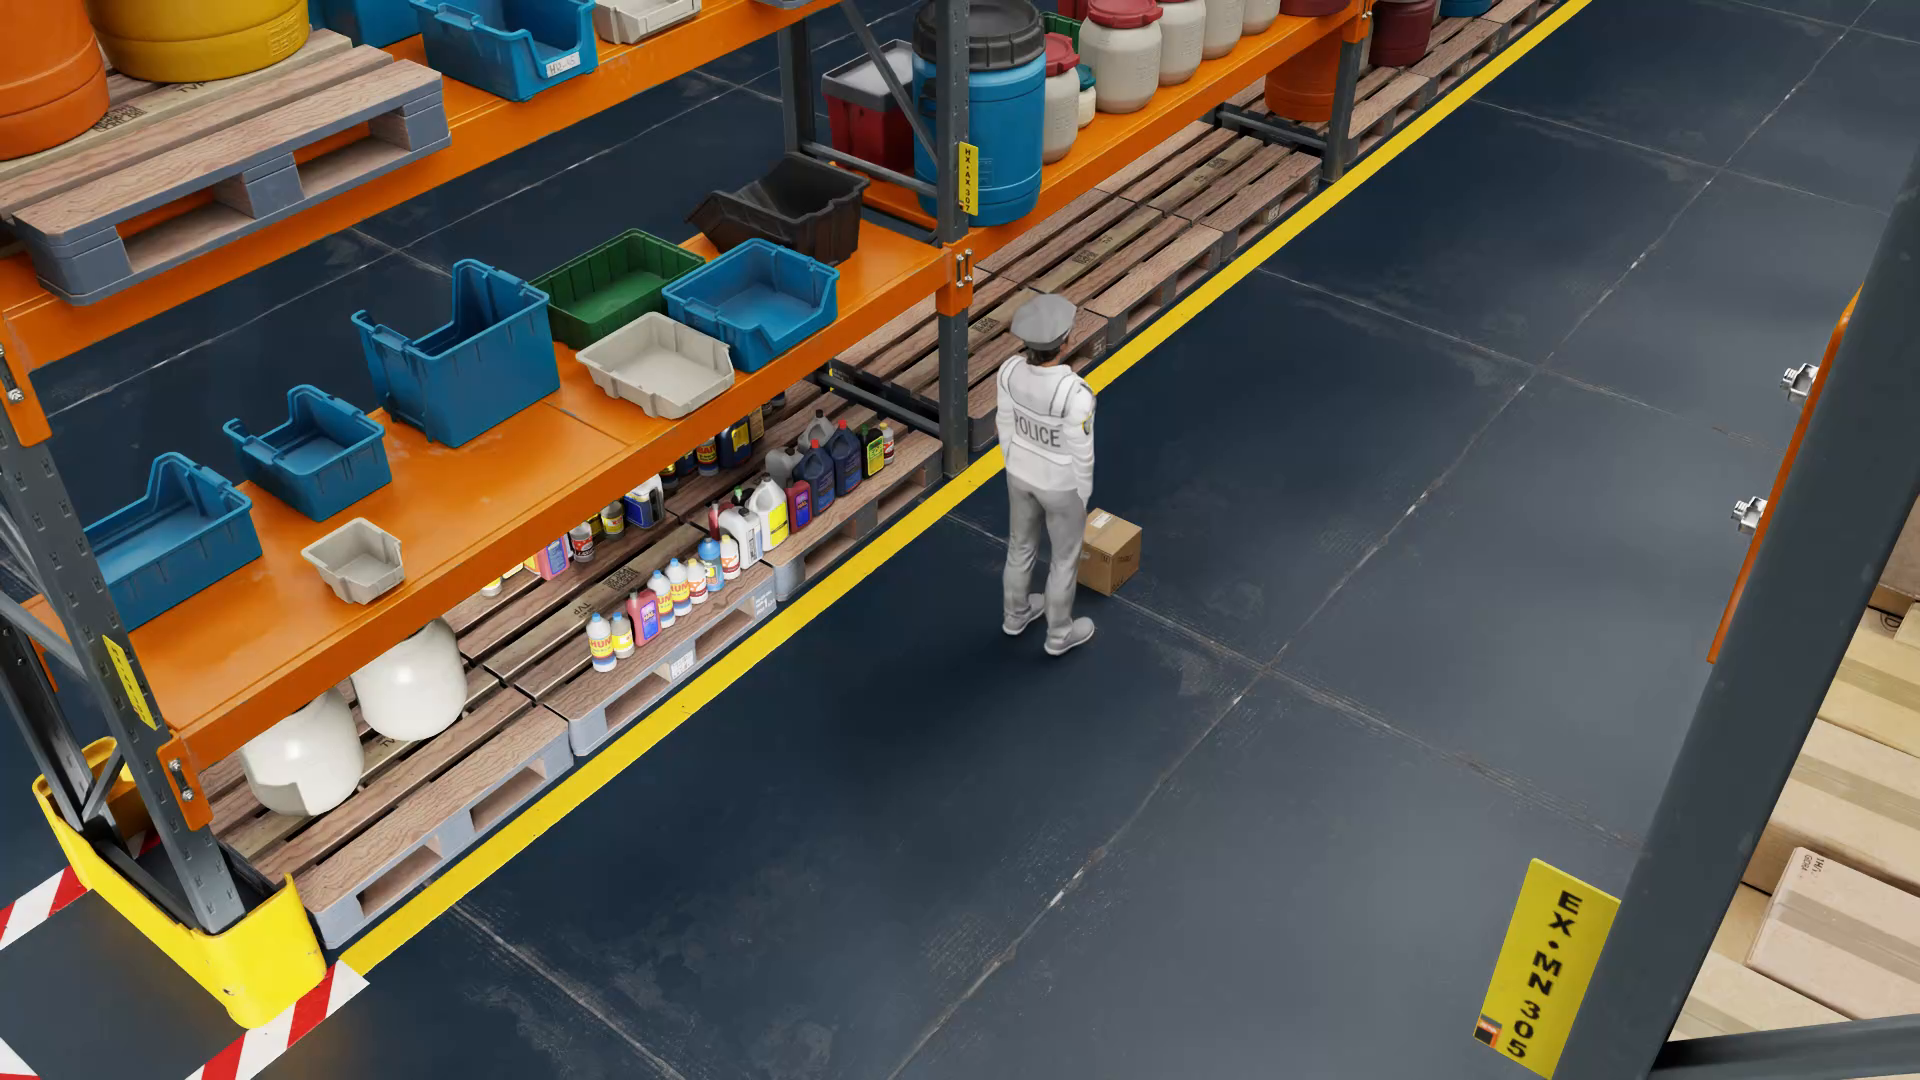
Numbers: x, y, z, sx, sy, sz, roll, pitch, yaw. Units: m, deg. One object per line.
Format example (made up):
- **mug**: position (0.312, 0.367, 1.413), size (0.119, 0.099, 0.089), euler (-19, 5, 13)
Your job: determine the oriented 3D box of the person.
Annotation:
- **person**: position (0.359, -0.262, 6.919), size (0.473, 1.687, 0.348), euler (27, 46, 29)
